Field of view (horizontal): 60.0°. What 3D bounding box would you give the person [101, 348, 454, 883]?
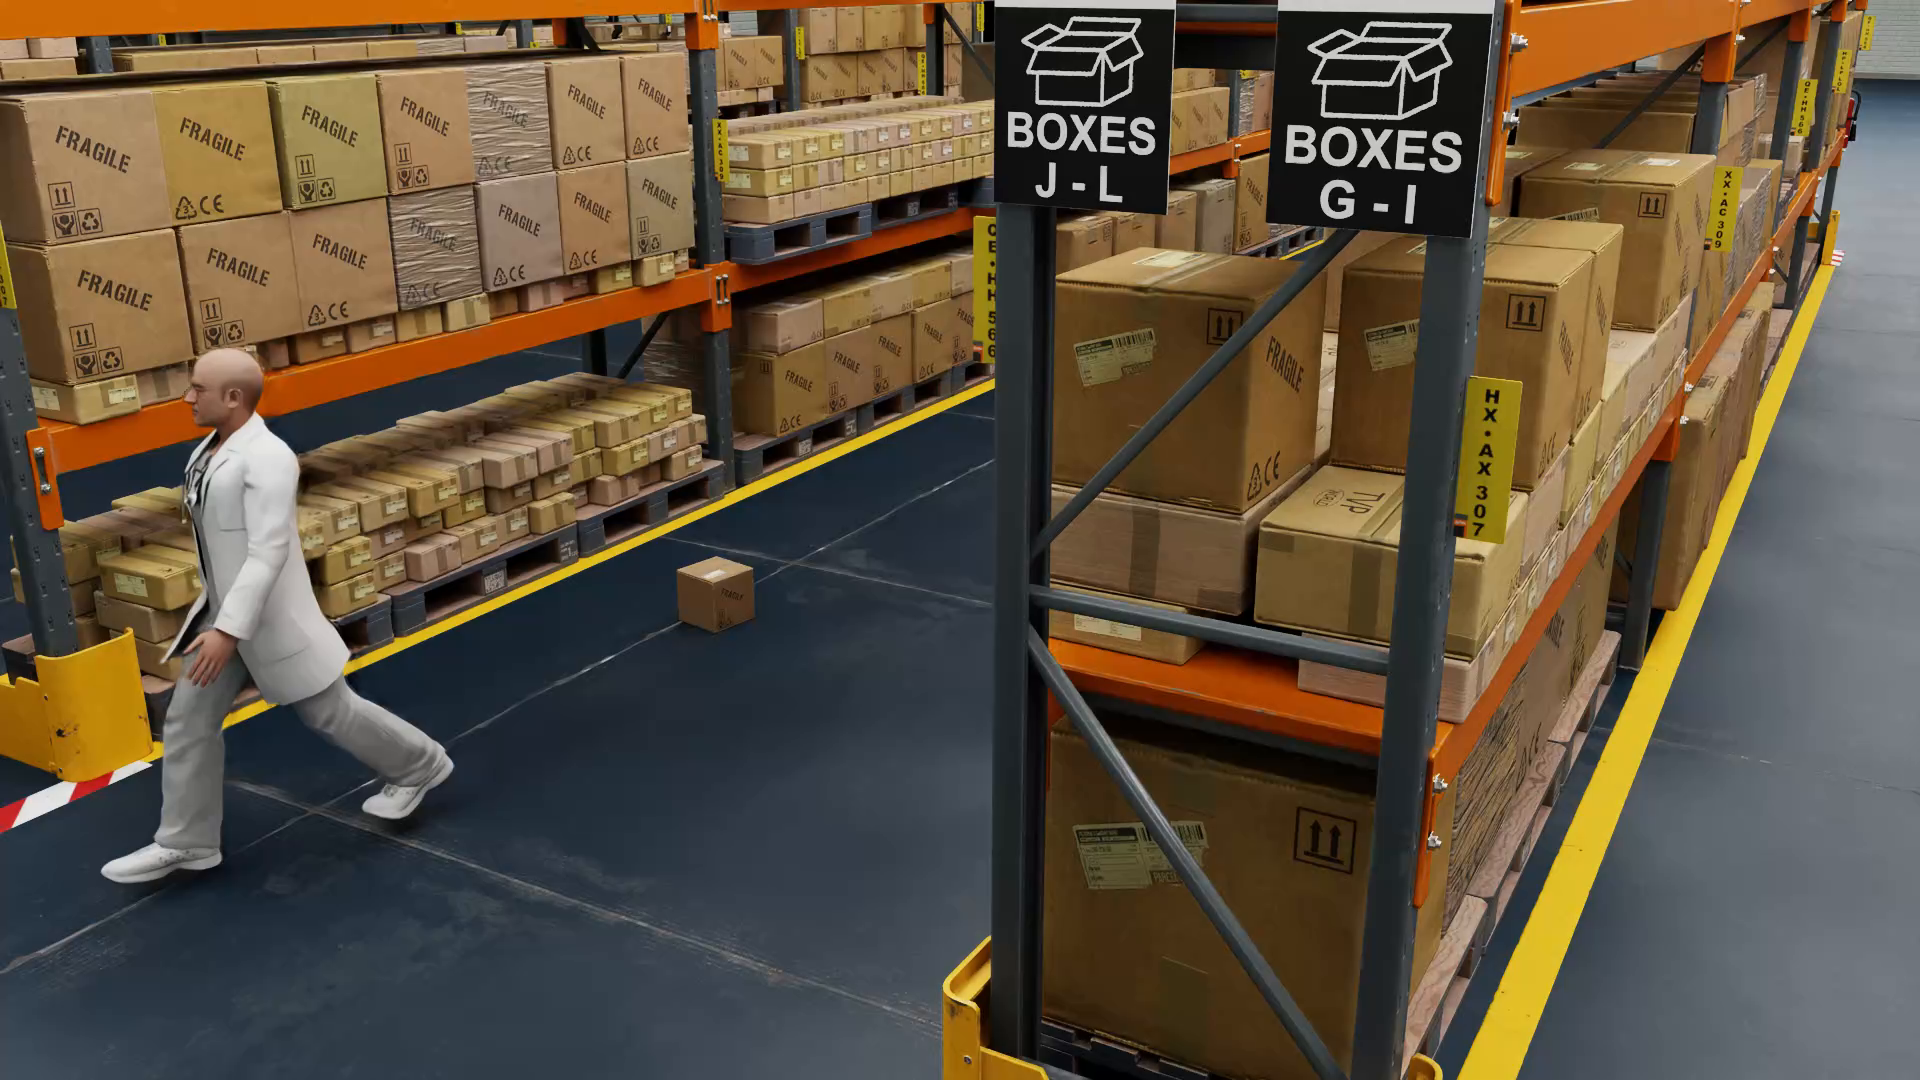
[{"bbox_3d":[-2.280,0.233,5.411,0.574,1.726,1.146,17,26,41],"label":"person"}]
